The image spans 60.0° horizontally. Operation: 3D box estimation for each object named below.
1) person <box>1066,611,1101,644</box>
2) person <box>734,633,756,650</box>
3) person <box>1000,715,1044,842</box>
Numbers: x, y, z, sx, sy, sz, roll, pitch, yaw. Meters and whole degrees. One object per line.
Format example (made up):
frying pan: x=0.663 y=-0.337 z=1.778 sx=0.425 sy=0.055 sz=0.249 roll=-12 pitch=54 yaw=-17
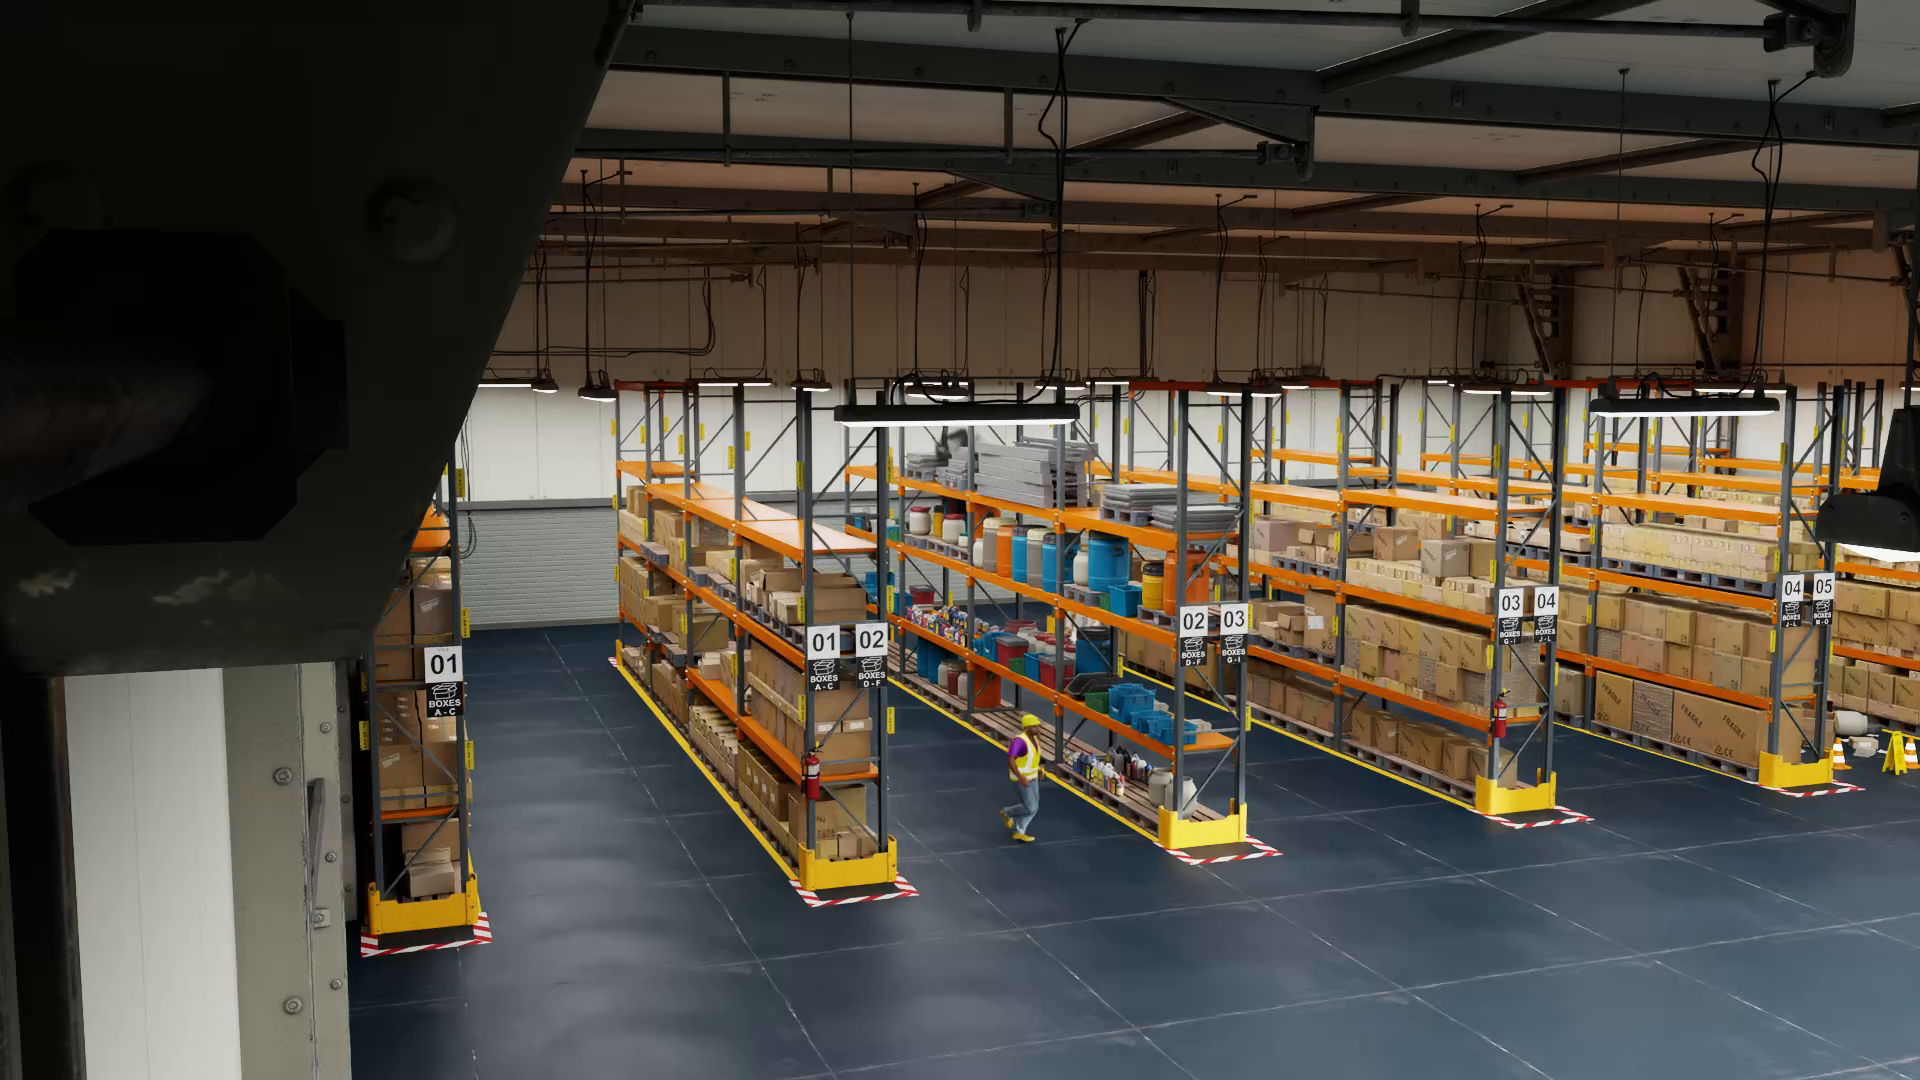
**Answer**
person: x=2.432 y=2.007 z=33.434 sx=0.780 sy=1.521 sz=0.859 roll=0 pitch=6 yaw=-1
person: x=-4.677 y=1.689 z=36.007 sx=0.603 sy=1.669 sz=0.960 roll=-3 pitch=7 yaw=-25
person: x=0.806 y=3.153 z=22.131 sx=0.590 sy=1.702 sz=0.699 roll=4 pitch=7 yaw=33
